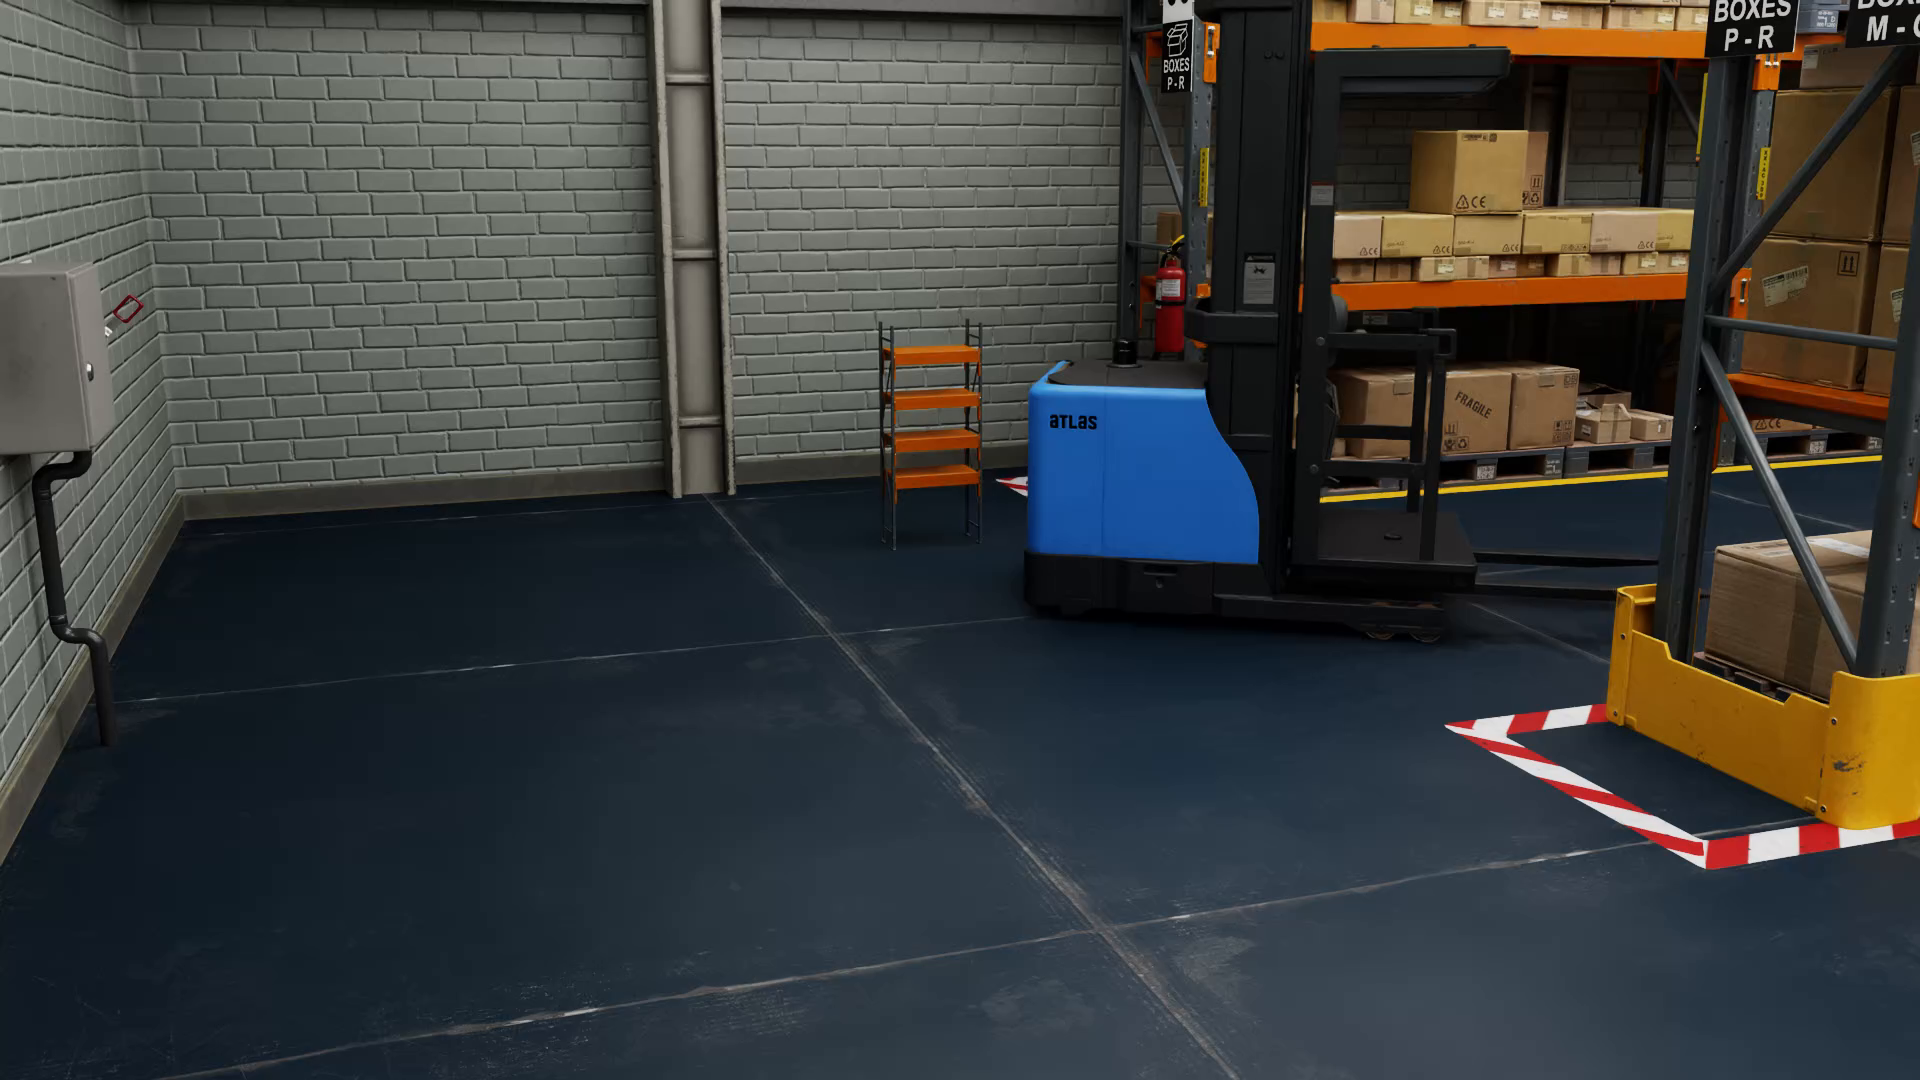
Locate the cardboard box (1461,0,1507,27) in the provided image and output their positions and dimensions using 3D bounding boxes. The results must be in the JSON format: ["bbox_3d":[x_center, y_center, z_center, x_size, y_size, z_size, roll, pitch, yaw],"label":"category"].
[{"bbox_3d":[3.075,-3.167,10.038,0.250,0.149,0.380,-4,14,-18],"label":"cardboard box"}]

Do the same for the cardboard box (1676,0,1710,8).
[{"bbox_3d":[4.629,-3.502,10.581,0.500,0.250,0.500,-4,14,-18],"label":"cardboard box"}]

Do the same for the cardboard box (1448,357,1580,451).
[{"bbox_3d":[3.631,-0.910,10.979,0.500,0.500,0.700,-5,14,-20],"label":"cardboard box"}]

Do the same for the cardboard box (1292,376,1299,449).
[{"bbox_3d":[1.825,-0.780,10.428,0.637,0.503,0.797,-5,14,-20],"label":"cardboard box"}]

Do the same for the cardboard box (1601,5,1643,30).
[{"bbox_3d":[4.035,-3.254,10.404,0.250,0.149,0.380,-5,14,-18],"label":"cardboard box"}]

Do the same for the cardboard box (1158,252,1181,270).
[{"bbox_3d":[1.443,-1.727,10.464,0.250,0.149,0.380,-5,14,-19],"label":"cardboard box"}]

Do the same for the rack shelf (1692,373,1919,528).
[{"bbox_3d":[4.697,-0.475,6.213,4.000,0.370,1.077,-4,14,-18],"label":"rack shelf"}]

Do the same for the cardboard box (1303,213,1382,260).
[{"bbox_3d":[2.209,-1.849,10.117,0.500,0.250,0.500,-4,14,-17],"label":"cardboard box"}]

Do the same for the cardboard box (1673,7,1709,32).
[{"bbox_3d":[4.526,-3.290,10.551,0.250,0.149,0.380,-4,14,-18],"label":"cardboard box"}]

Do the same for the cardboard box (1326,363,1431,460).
[{"bbox_3d":[2.648,-0.833,10.657,0.500,0.500,0.700,-4,14,-16],"label":"cardboard box"}]

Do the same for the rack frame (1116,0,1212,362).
[{"bbox_3d":[1.215,-1.766,10.085,0.127,3.000,1.000,-4,14,-18],"label":"rack frame"}]

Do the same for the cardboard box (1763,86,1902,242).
[{"bbox_3d":[3.183,-1.300,5.751,0.500,0.500,0.500,-4,14,-16],"label":"cardboard box"}]

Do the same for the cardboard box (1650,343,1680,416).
[{"bbox_3d":[5.377,-1.150,11.992,0.500,0.500,0.500,-5,14,-18],"label":"cardboard box"}]

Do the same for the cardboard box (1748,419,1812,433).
[{"bbox_3d":[5.536,-1.036,11.509,0.500,0.500,0.500,-4,14,-16],"label":"cardboard box"}]

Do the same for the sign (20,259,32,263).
[{"bbox_3d":[-3.421,-0.775,6.123,0.001,0.494,0.329,-4,14,-18],"label":"sign"}]

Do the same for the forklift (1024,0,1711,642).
[{"bbox_3d":[1.864,-1.113,7.487,3.031,2.935,1.130,3,14,11],"label":"forklift"}]

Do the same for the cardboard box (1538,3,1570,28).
[{"bbox_3d":[3.535,-3.221,10.264,0.250,0.149,0.380,-4,14,-17],"label":"cardboard box"}]

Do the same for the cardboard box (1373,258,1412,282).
[{"bbox_3d":[2.587,-1.690,10.308,0.250,0.149,0.380,-4,14,-17],"label":"cardboard box"}]

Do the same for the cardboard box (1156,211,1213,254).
[{"bbox_3d":[1.566,-1.930,10.455,0.500,0.250,0.500,-4,14,-16],"label":"cardboard box"}]

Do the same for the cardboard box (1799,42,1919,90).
[{"bbox_3d":[3.078,-1.599,5.603,0.250,0.149,0.380,-4,14,-17],"label":"cardboard box"}]

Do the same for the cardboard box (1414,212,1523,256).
[{"bbox_3d":[3.166,-1.930,10.455,0.500,0.250,0.500,-5,14,-20],"label":"cardboard box"}]

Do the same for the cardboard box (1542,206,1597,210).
[{"bbox_3d":[3.977,-2.117,11.242,0.500,0.250,0.500,-5,14,-19],"label":"cardboard box"}]

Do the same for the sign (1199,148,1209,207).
[{"bbox_3d":[1.388,-2.068,9.484,0.005,0.325,0.100,-4,14,-18],"label":"sign"}]

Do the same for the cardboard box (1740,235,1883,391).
[{"bbox_3d":[3.174,-0.820,5.891,0.500,0.500,0.500,-4,14,-18],"label":"cardboard box"}]

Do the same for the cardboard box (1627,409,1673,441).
[{"bbox_3d":[4.572,-0.773,11.164,0.250,0.149,0.380,-5,14,-20],"label":"cardboard box"}]

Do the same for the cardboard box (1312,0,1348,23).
[{"bbox_3d":[2.080,-3.116,9.821,0.250,0.149,0.380,-4,14,-18],"label":"cardboard box"}]

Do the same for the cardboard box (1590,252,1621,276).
[{"bbox_3d":[4.049,-1.798,10.763,0.250,0.149,0.380,-4,14,-17],"label":"cardboard box"}]

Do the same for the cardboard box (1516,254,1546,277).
[{"bbox_3d":[3.535,-1.779,10.681,0.250,0.149,0.380,-4,14,-17],"label":"cardboard box"}]

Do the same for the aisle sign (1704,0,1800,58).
[{"bbox_3d":[2.635,-2.005,5.472,0.004,0.787,0.394,-4,14,-18],"label":"aisle sign"}]

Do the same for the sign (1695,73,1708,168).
[{"bbox_3d":[2.642,-1.476,5.853,0.005,0.325,0.100,-4,14,-18],"label":"sign"}]

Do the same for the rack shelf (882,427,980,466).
[{"bbox_3d":[-0.157,-0.506,8.968,0.480,0.148,0.258,-4,14,-18],"label":"rack shelf"}]

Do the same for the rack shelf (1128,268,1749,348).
[{"bbox_3d":[3.111,-1.564,10.789,4.000,0.370,1.077,-4,14,-18],"label":"rack shelf"}]

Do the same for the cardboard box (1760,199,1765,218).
[{"bbox_3d":[5.536,-2.301,11.210,0.500,0.500,0.700,-4,14,-17],"label":"cardboard box"}]

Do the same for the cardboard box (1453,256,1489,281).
[{"bbox_3d":[3.094,-1.716,10.417,0.250,0.149,0.380,-4,14,-17],"label":"cardboard box"}]

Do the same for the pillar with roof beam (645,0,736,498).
[{"bbox_3d":[-0.255,-3.739,5.416,0.400,9.000,9.100,-4,14,-18],"label":"pillar with roof beam"}]

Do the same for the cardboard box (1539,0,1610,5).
[{"bbox_3d":[3.650,-3.426,10.262,0.500,0.250,0.500,-4,14,-17],"label":"cardboard box"}]

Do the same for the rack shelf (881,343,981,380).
[{"bbox_3d":[-0.157,-0.954,8.862,0.480,0.148,0.258,-4,14,-18],"label":"rack shelf"}]

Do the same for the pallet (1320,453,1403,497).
[{"bbox_3d":[2.042,-0.474,10.679,1.213,0.211,1.003,-4,14,-18],"label":"pallet"}]

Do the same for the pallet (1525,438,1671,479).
[{"bbox_3d":[4.355,-0.654,11.437,1.213,0.211,1.003,-4,14,-18],"label":"pallet"}]

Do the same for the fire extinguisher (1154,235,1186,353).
[{"bbox_3d":[1.223,-1.435,9.665,0.183,0.674,0.296,-4,14,-18],"label":"fire extinguisher"}]

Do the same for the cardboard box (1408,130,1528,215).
[{"bbox_3d":[3.153,-2.288,10.339,0.500,0.500,0.500,-4,14,-17],"label":"cardboard box"}]

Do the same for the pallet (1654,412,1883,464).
[{"bbox_3d":[5.765,-0.773,11.936,1.213,0.211,1.003,-4,14,-18],"label":"pallet"}]

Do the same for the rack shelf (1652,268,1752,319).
[{"bbox_3d":[6.902,-1.859,12.030,4.000,0.370,1.077,-4,14,-18],"label":"rack shelf"}]

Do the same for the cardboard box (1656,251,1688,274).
[{"bbox_3d":[4.545,-1.836,10.923,0.250,0.149,0.380,-4,14,-17],"label":"cardboard box"}]

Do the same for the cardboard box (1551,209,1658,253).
[{"bbox_3d":[4.131,-2.002,10.757,0.500,0.250,0.500,-4,14,-18],"label":"cardboard box"}]

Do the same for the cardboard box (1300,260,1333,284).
[{"bbox_3d":[2.078,-1.664,10.198,0.250,0.149,0.380,-5,14,-19],"label":"cardboard box"}]

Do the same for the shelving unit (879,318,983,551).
[{"bbox_3d":[-0.157,-0.571,8.953,0.503,1.200,0.258,-4,14,-18],"label":"shelving unit"}]

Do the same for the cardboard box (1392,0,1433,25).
[{"bbox_3d":[2.595,-3.133,9.891,0.250,0.149,0.380,-4,14,-18],"label":"cardboard box"}]

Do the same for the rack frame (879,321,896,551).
[{"bbox_3d":[-0.388,-0.553,8.877,0.015,1.200,0.240,-4,14,-18],"label":"rack frame"}]

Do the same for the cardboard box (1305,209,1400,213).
[{"bbox_3d":[2.526,-2.003,10.763,0.500,0.250,0.500,-4,14,-16],"label":"cardboard box"}]

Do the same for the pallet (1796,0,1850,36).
[{"bbox_3d":[5.647,-3.462,11.138,1.003,0.211,1.213,-4,14,-18],"label":"pallet"}]
